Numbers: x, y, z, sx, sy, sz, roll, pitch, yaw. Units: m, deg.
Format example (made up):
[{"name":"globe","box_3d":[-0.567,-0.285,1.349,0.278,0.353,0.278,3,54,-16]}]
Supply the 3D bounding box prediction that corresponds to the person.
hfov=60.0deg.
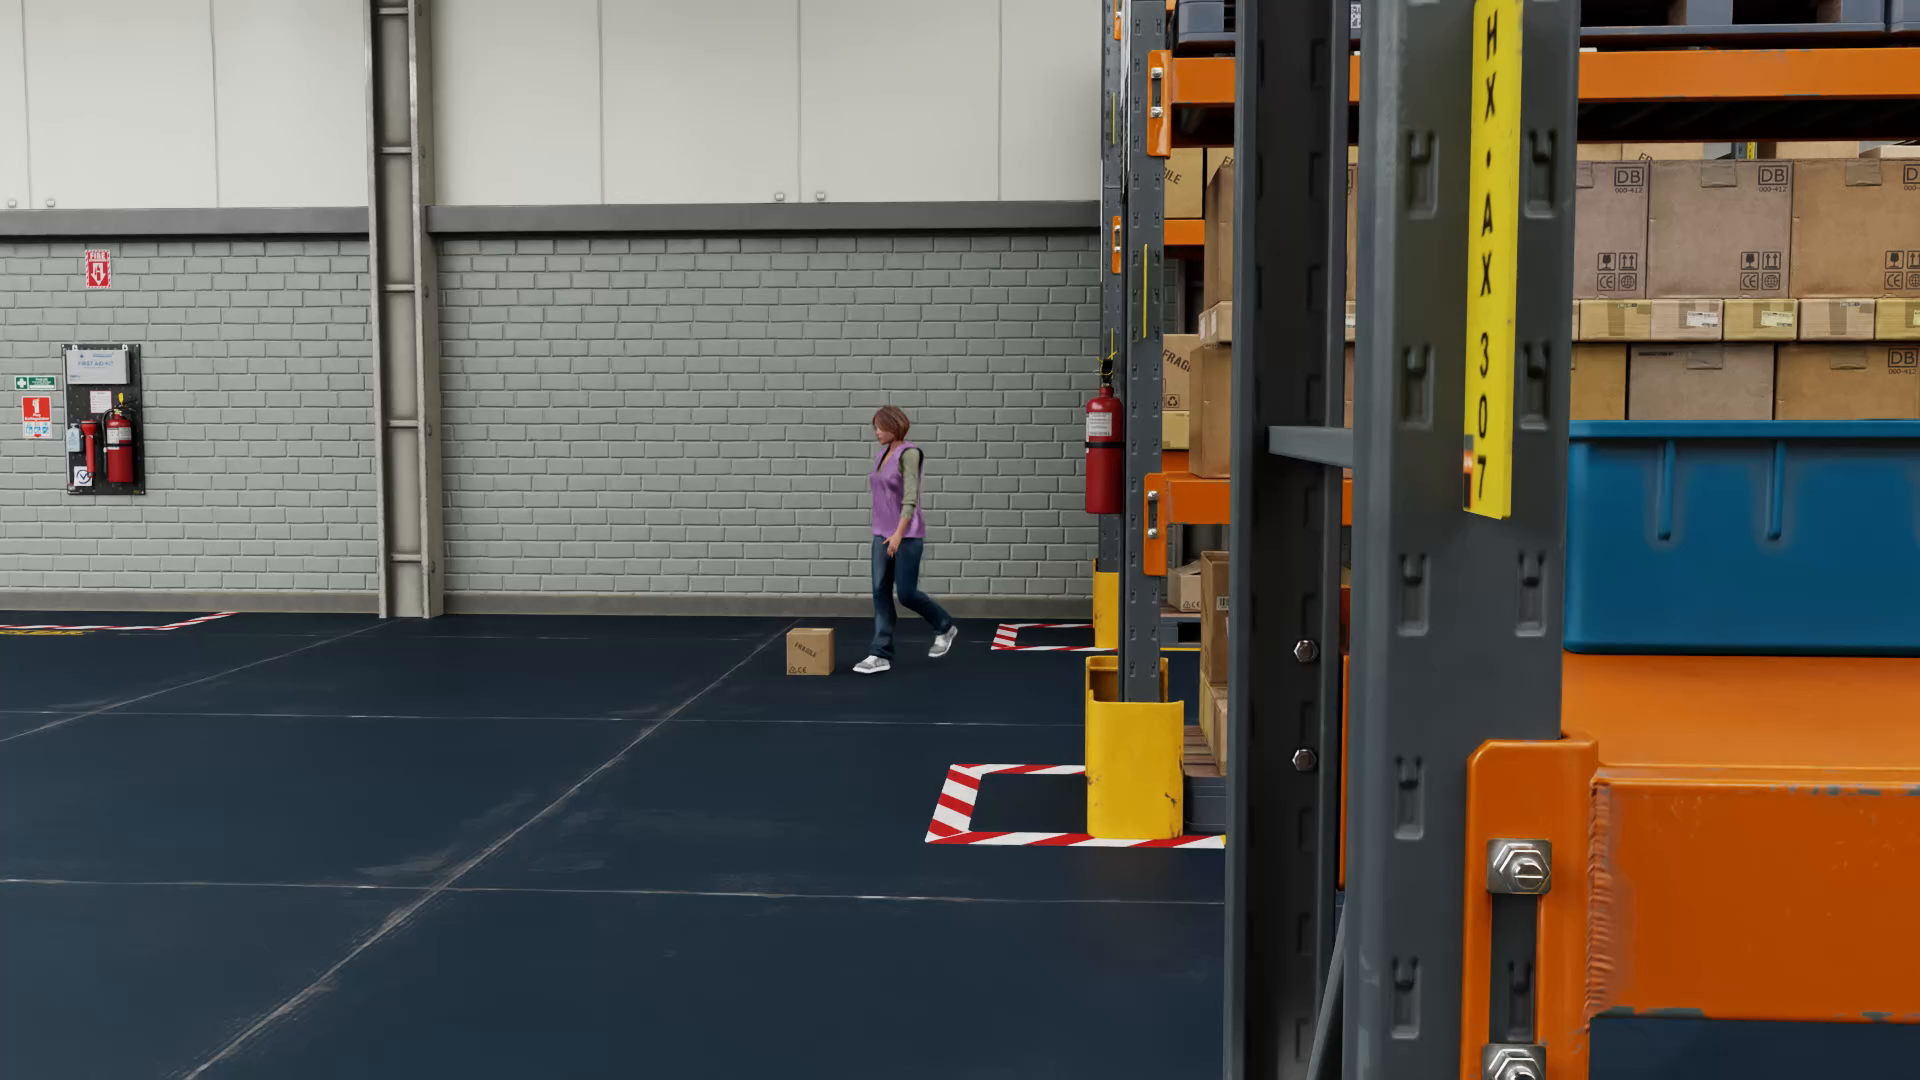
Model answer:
[{"name":"person","box_3d":[-0.345,-0.011,9.991,0.724,1.583,0.420,-4,6,-41]}]
